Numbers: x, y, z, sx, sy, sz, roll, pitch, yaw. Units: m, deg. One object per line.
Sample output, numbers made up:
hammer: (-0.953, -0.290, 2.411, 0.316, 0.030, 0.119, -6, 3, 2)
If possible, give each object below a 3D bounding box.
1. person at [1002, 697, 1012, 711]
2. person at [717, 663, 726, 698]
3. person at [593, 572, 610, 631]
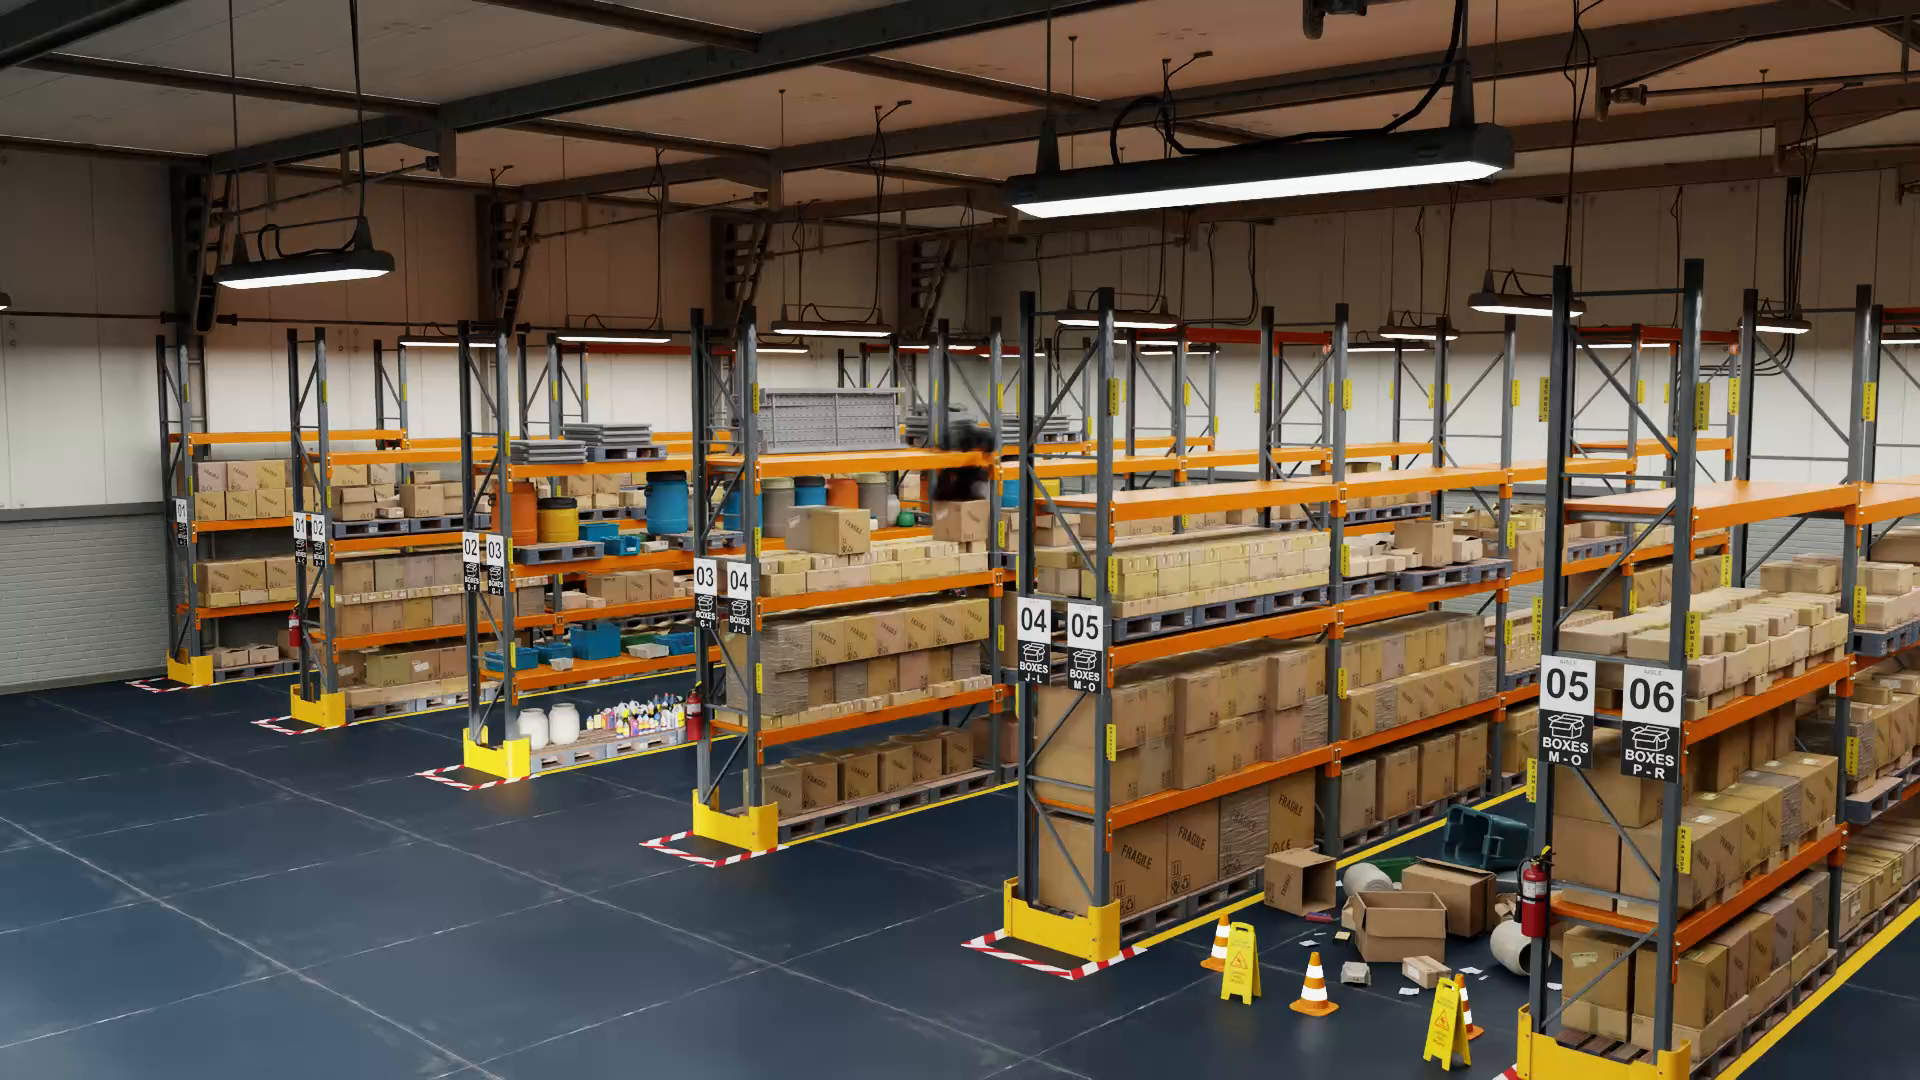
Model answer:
person: (0.521, 1.799, 24.398, 0.697, 1.820, 0.673, 5, 7, 43)
person: (-3.607, 1.704, 27.437, 0.645, 1.734, 0.904, 5, 8, 44)
person: (-6.702, 1.420, 30.938, 0.600, 1.657, 0.566, 4, 7, 35)
